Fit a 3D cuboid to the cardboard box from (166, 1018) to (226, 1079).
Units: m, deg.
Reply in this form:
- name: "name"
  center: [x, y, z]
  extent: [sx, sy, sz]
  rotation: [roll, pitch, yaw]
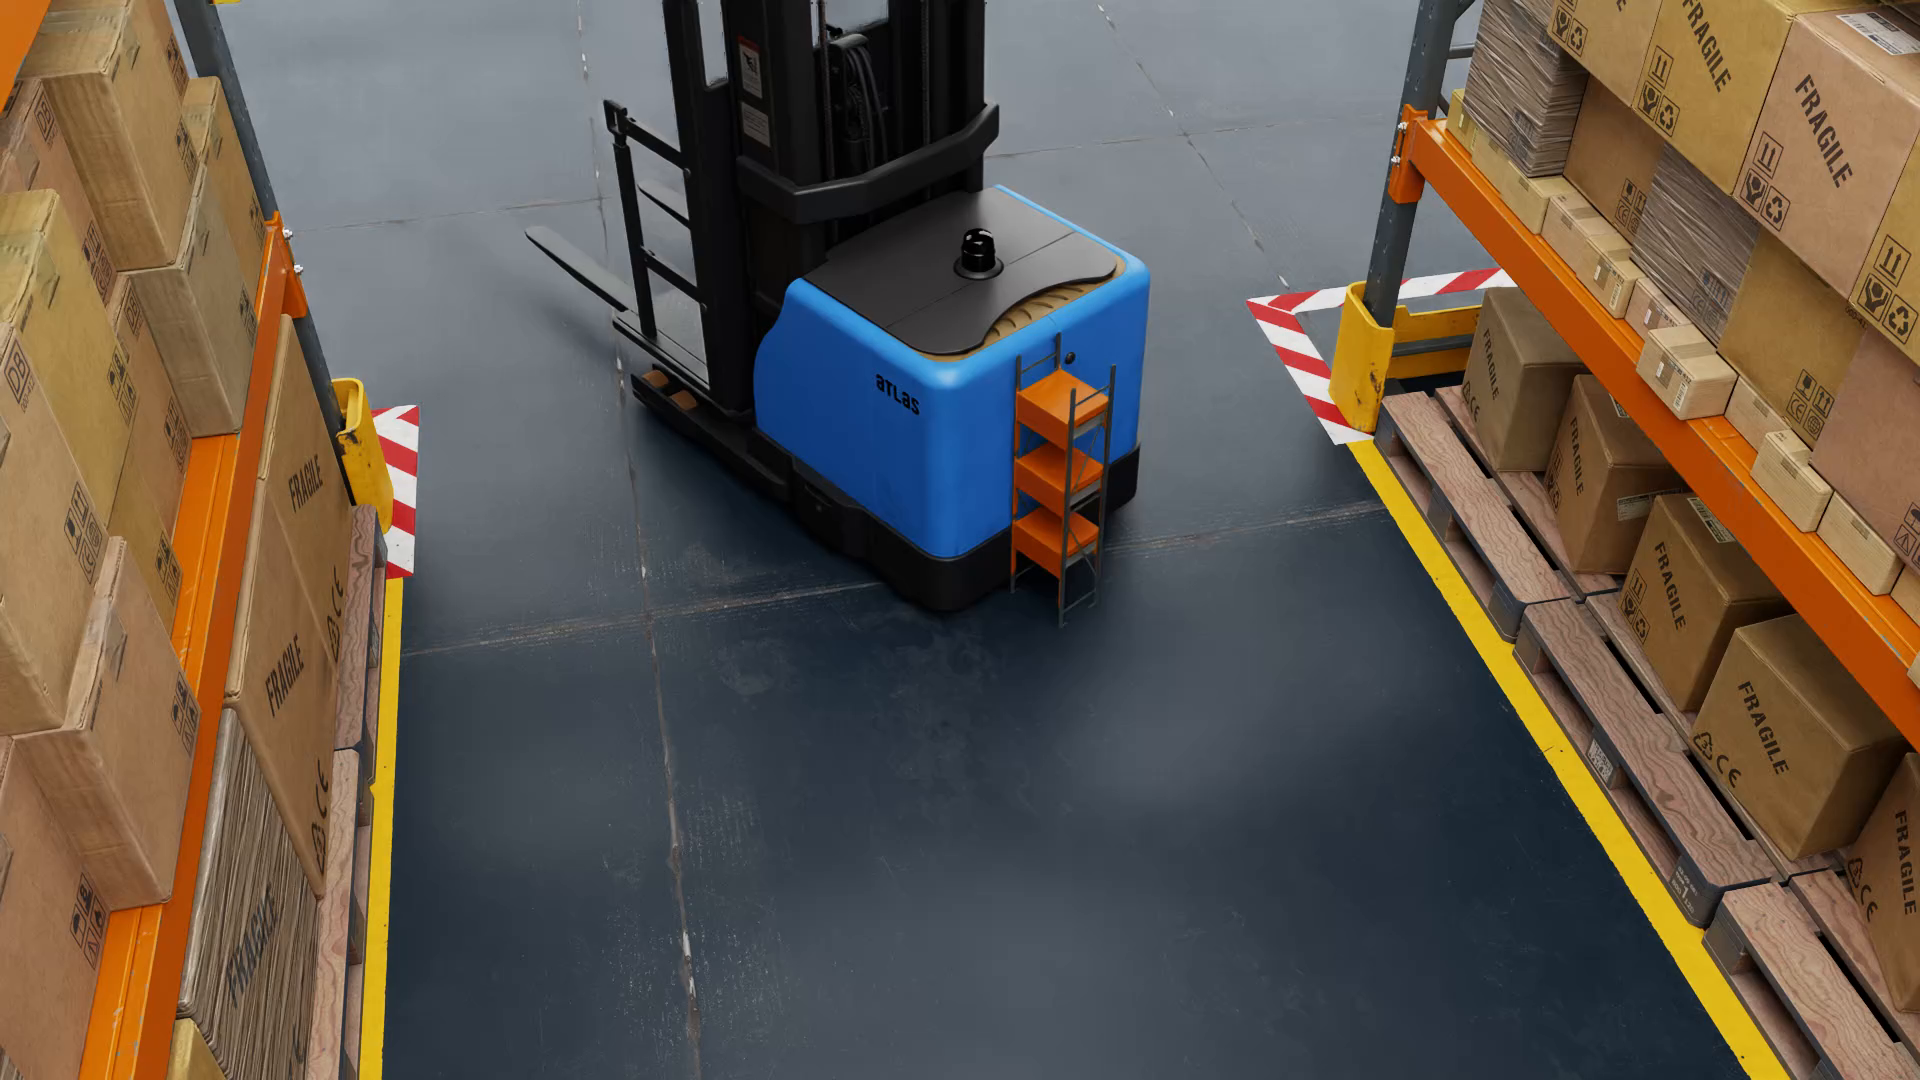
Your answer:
- name: "cardboard box"
  center: [-1.951, 1.665, 3.399]
  extent: [0.875, 0.875, 0.875]
  rotation: [-8, 42, -9]

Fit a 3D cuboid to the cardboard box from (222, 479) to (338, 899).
- name: "cardboard box"
  center: [-2.344, 0.490, 4.722]
  extent: [0.875, 0.875, 0.875]
  rotation: [-9, 42, -10]

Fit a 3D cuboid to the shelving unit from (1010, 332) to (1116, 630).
- name: "shelving unit"
  center: [0.339, -0.181, 5.663]
  extent: [0.215, 1.050, 0.252]
  rotation: [-32, 50, -31]

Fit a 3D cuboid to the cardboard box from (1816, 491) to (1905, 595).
- name: "cardboard box"
  center: [2.426, -0.020, 4.203]
  extent: [0.380, 0.149, 0.250]
  rotation: [-8, 42, -9]

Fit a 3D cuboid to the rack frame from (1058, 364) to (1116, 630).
- name: "rack frame"
  center: [0.422, -0.122, 5.596]
  extent: [0.200, 1.050, 0.008]
  rotation: [-32, 50, -31]

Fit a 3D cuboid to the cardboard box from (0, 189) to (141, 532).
- name: "cardboard box"
  center: [-2.266, -0.311, 3.414]
  extent: [0.875, 0.550, 0.500]
  rotation: [-8, 42, -9]

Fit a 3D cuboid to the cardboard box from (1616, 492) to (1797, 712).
- name: "cardboard box"
  center: [2.515, 0.183, 5.350]
  extent: [0.500, 0.500, 0.500]
  rotation: [-5, 42, -5]

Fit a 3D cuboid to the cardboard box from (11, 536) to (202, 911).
- name: "cardboard box"
  center: [-2.118, 0.432, 3.391]
  extent: [0.875, 0.550, 0.550]
  rotation: [-8, 42, -9]

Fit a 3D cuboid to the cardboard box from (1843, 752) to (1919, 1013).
- name: "cardboard box"
  center: [2.803, 0.943, 4.495]
  extent: [0.500, 0.500, 0.500]
  rotation: [4, 42, 4]

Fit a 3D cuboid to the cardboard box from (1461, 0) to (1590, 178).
- name: "cardboard box"
  center: [2.210, -1.581, 5.472]
  extent: [0.875, 0.500, 0.500]
  rotation: [-8, 42, -9]

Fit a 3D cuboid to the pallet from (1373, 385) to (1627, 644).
- name: "pallet"
  center: [2.275, -0.169, 6.281]
  extent: [1.003, 0.211, 1.213]
  rotation: [-8, 42, -9]

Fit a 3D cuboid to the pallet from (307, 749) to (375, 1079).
- name: "pallet"
  center: [-2.238, 1.192, 4.748]
  extent: [1.003, 0.211, 1.213]
  rotation: [-8, 42, -9]

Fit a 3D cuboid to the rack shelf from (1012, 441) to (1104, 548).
- name: "rack shelf"
  center: [0.339, -0.173, 5.670]
  extent: [0.215, 0.259, 0.240]
  rotation: [-32, 50, -31]

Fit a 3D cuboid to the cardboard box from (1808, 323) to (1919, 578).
- name: "cardboard box"
  center: [2.665, -0.288, 4.015]
  extent: [0.875, 0.500, 0.500]
  rotation: [-8, 42, -9]

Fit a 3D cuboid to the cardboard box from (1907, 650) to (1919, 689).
- name: "cardboard box"
  center: [2.445, 0.317, 3.823]
  extent: [0.380, 0.149, 0.250]
  rotation: [-8, 42, -9]

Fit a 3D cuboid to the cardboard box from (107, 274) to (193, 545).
- name: "cardboard box"
  center: [-2.485, -0.235, 4.142]
  extent: [0.875, 0.550, 0.550]
  rotation: [-8, 42, -9]

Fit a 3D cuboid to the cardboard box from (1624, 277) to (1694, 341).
- name: "cardboard box"
  center: [2.223, -0.670, 4.935]
  extent: [0.380, 0.149, 0.250]
  rotation: [-8, 42, -9]

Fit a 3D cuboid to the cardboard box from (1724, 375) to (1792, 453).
- name: "cardboard box"
  center: [2.359, -0.350, 4.575]
  extent: [0.380, 0.149, 0.250]
  rotation: [-8, 42, -9]

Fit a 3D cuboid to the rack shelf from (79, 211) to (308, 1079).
- name: "rack shelf"
  center: [-2.315, 0.418, 4.061]
  extent: [1.077, 0.370, 4.000]
  rotation: [-8, 42, -9]

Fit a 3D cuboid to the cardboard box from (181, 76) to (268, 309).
- name: "cardboard box"
  center: [-2.623, -0.969, 4.970]
  extent: [0.875, 0.550, 0.550]
  rotation: [-8, 42, -9]

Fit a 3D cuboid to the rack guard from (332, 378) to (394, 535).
- name: "rack guard"
  center: [-2.752, -0.228, 6.130]
  extent: [1.175, 0.500, 0.348]
  rotation: [-8, 42, -9]

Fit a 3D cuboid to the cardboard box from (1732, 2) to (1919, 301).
- name: "cardboard box"
  center: [2.295, -0.947, 4.005]
  extent: [0.500, 0.500, 0.500]
  rotation: [-8, 42, -9]

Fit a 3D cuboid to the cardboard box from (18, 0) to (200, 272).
- name: "cardboard box"
  center: [-2.496, -1.018, 4.211]
  extent: [0.875, 0.550, 0.550]
  rotation: [-8, 42, -9]

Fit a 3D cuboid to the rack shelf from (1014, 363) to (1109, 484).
- name: "rack shelf"
  center: [0.339, -0.385, 5.482]
  extent: [0.215, 0.259, 0.240]
  rotation: [-32, 50, -31]

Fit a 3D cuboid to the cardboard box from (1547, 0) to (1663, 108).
- name: "cardboard box"
  center: [2.071, -1.594, 4.734]
  extent: [0.500, 0.500, 0.500]
  rotation: [-8, 42, -9]

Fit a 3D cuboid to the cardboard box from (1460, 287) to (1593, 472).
- name: "cardboard box"
  center: [2.236, -0.608, 6.242]
  extent: [0.500, 0.500, 0.500]
  rotation: [-1, 42, -1]

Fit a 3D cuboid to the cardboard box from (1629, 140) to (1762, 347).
- name: "cardboard box"
  center: [2.500, -0.944, 4.754]
  extent: [0.875, 0.500, 0.500]
  rotation: [-8, 42, -9]

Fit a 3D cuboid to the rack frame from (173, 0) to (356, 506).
- name: "rack frame"
  center: [-2.747, -1.147, 5.283]
  extent: [1.000, 3.000, 0.127]
  rotation: [-8, 42, -9]

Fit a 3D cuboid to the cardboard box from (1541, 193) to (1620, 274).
- name: "cardboard box"
  center: [2.095, -0.992, 5.297]
  extent: [0.380, 0.149, 0.250]
  rotation: [-8, 42, -9]

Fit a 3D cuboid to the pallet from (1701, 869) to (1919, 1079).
- name: "pallet"
  center: [2.802, 1.413, 4.499]
  extent: [1.003, 0.211, 1.213]
  rotation: [-8, 42, -9]

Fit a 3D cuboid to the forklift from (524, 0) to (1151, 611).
- name: "forklift"
  center: [-0.694, -1.738, 6.000]
  extent: [1.130, 2.935, 3.031]
  rotation: [-31, 50, -30]

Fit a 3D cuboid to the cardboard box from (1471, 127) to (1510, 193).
- name: "cardboard box"
  center: [1.982, -1.315, 5.661]
  extent: [0.380, 0.149, 0.250]
  rotation: [-8, 42, -9]
